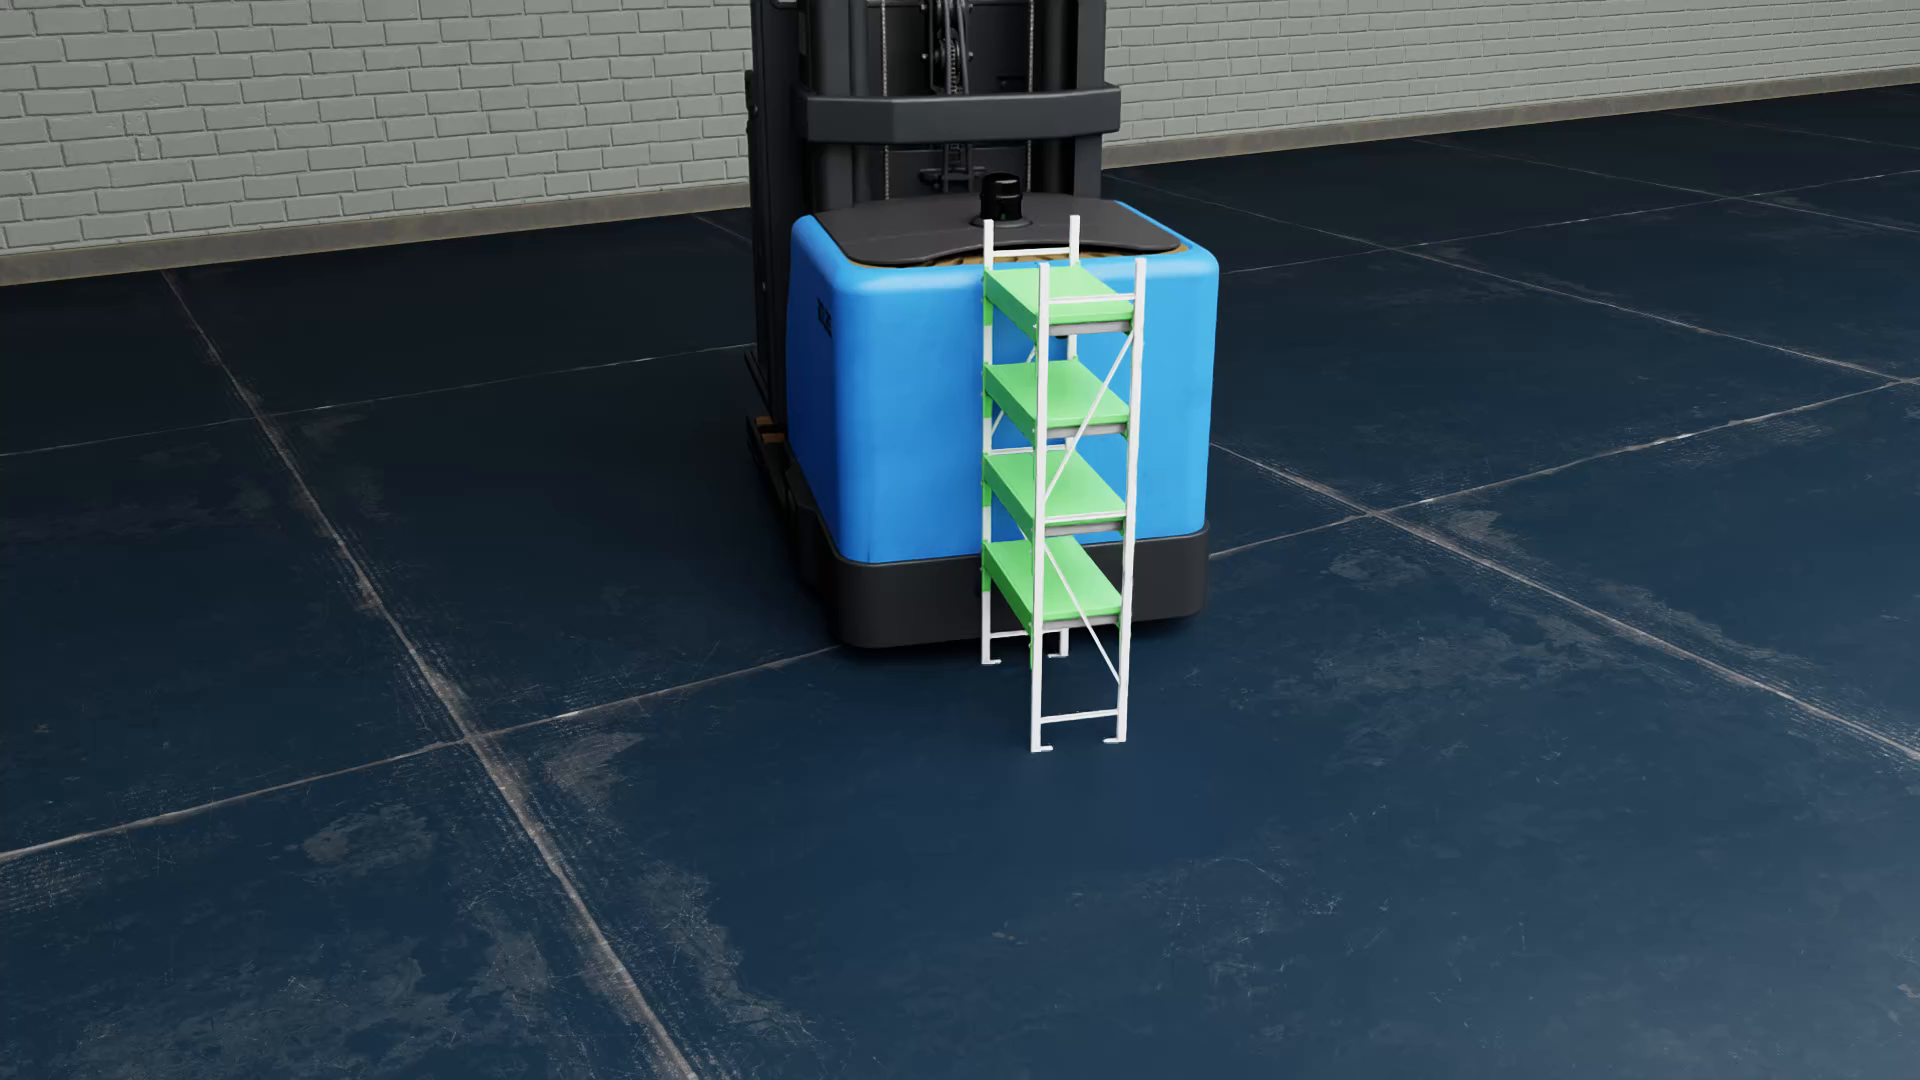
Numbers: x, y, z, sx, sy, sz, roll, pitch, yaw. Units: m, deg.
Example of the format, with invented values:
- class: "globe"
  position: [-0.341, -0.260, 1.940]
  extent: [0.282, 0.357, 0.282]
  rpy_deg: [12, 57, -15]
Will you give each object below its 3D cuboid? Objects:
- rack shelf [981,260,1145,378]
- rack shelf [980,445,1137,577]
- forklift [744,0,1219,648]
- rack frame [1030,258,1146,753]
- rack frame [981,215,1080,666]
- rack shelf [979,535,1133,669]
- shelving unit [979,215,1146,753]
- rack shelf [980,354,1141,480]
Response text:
- class: "rack shelf"
  position: [0.232, -0.526, 3.907]
  extent: [0.258, 0.148, 0.480]
  rpy_deg: [-5, 23, -12]
- class: "rack shelf"
  position: [0.232, -0.081, 4.088]
  extent: [0.258, 0.148, 0.480]
  rpy_deg: [-5, 23, -12]
- class: "forklift"
  position: [-0.151, -1.595, 5.343]
  extent: [1.130, 2.935, 3.031]
  rpy_deg: [-5, 23, -12]
- class: "rack frame"
  position: [0.289, -0.051, 3.844]
  extent: [0.240, 1.200, 0.015]
  rpy_deg: [-5, 23, -12]
- class: "rack frame"
  position: [0.175, -0.230, 4.284]
  extent: [0.240, 1.200, 0.015]
  rpy_deg: [-5, 23, -12]
- class: "rack shelf"
  position: [0.232, 0.141, 4.178]
  extent: [0.258, 0.148, 0.480]
  rpy_deg: [-5, 23, -12]
- class: "shelving unit"
  position: [0.232, -0.141, 4.064]
  extent: [0.258, 1.200, 0.503]
  rpy_deg: [-5, 23, -12]
- class: "rack shelf"
  position: [0.232, -0.304, 3.997]
  extent: [0.258, 0.148, 0.480]
  rpy_deg: [-5, 23, -12]
